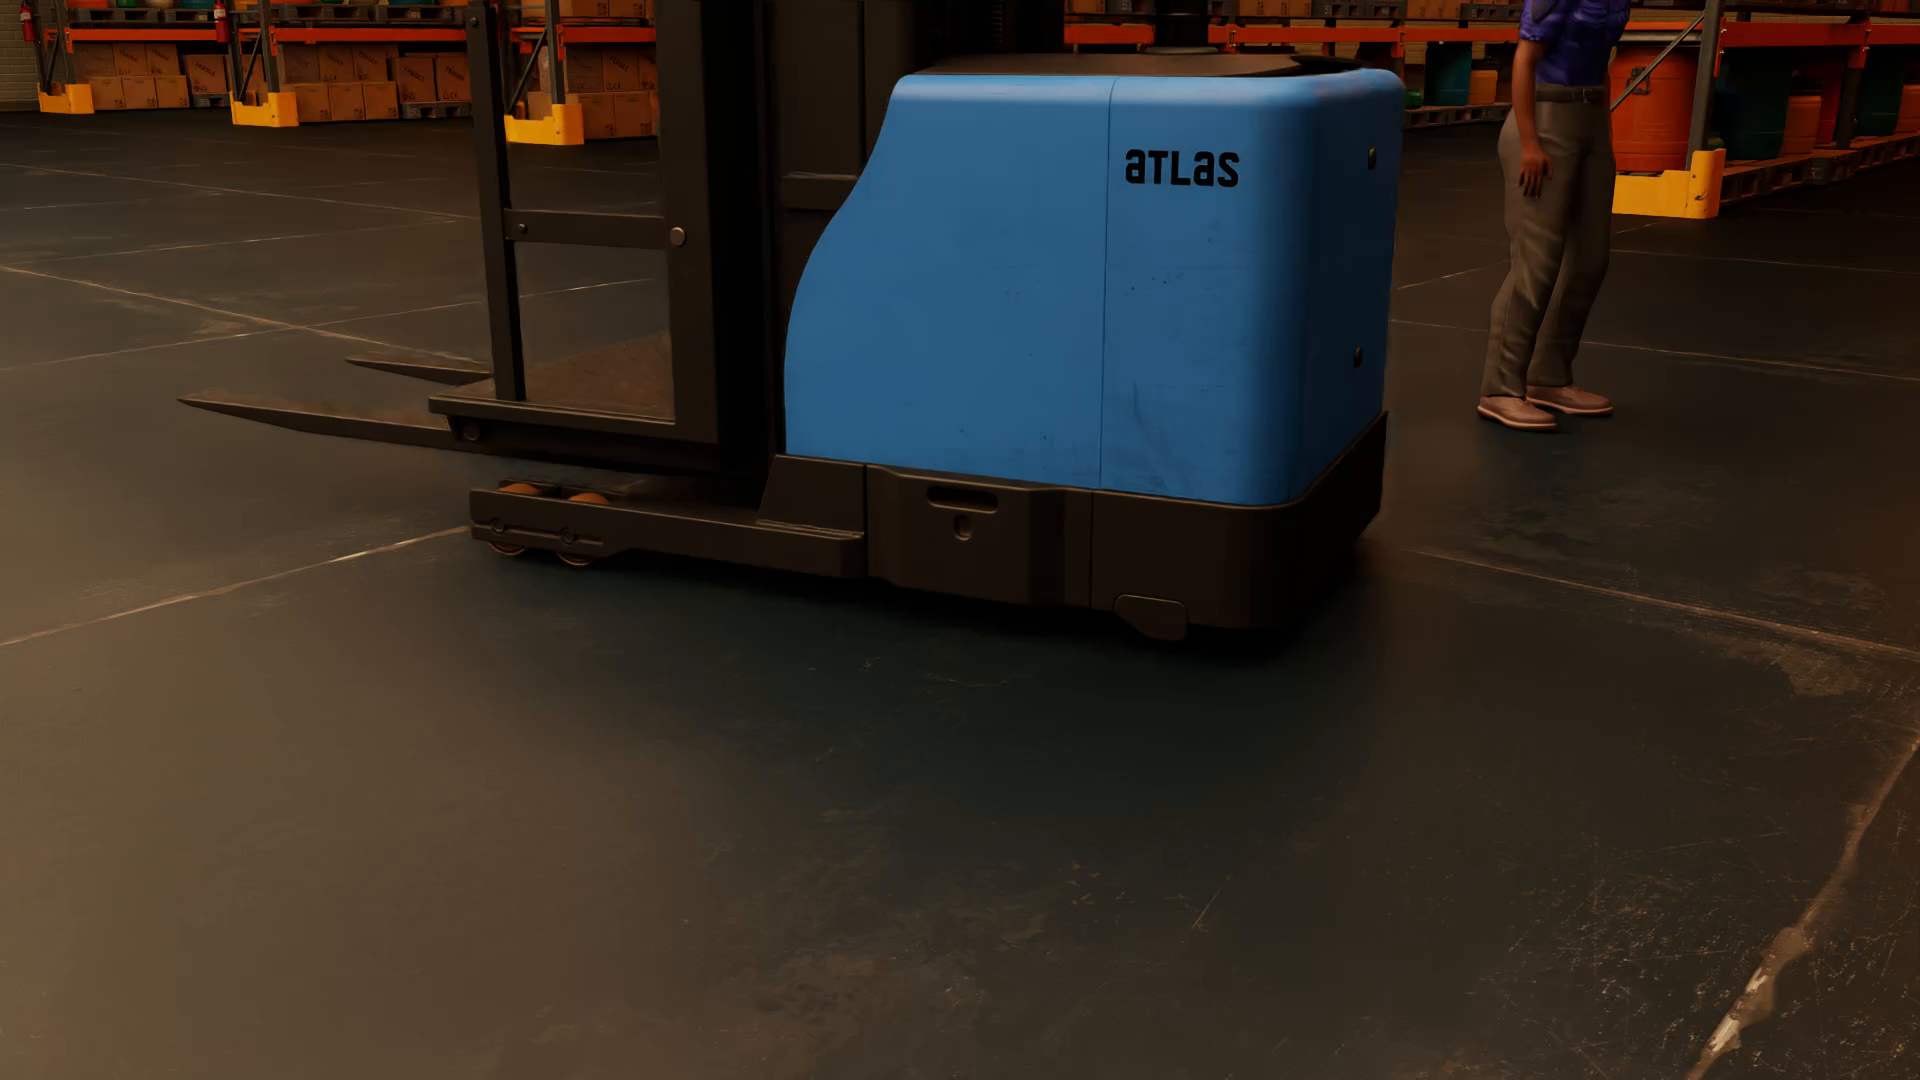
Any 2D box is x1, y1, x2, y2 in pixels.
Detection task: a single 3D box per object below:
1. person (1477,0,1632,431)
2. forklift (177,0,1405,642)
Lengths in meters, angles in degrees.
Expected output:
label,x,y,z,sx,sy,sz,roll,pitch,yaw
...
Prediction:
label,x,y,z,sx,sy,sz,roll,pitch,yaw
person,1.827,-1.187,5.010,0.513,1.653,0.350,-14,22,-38
forklift,-0.565,-1.473,3.747,3.031,2.935,1.130,7,18,23
